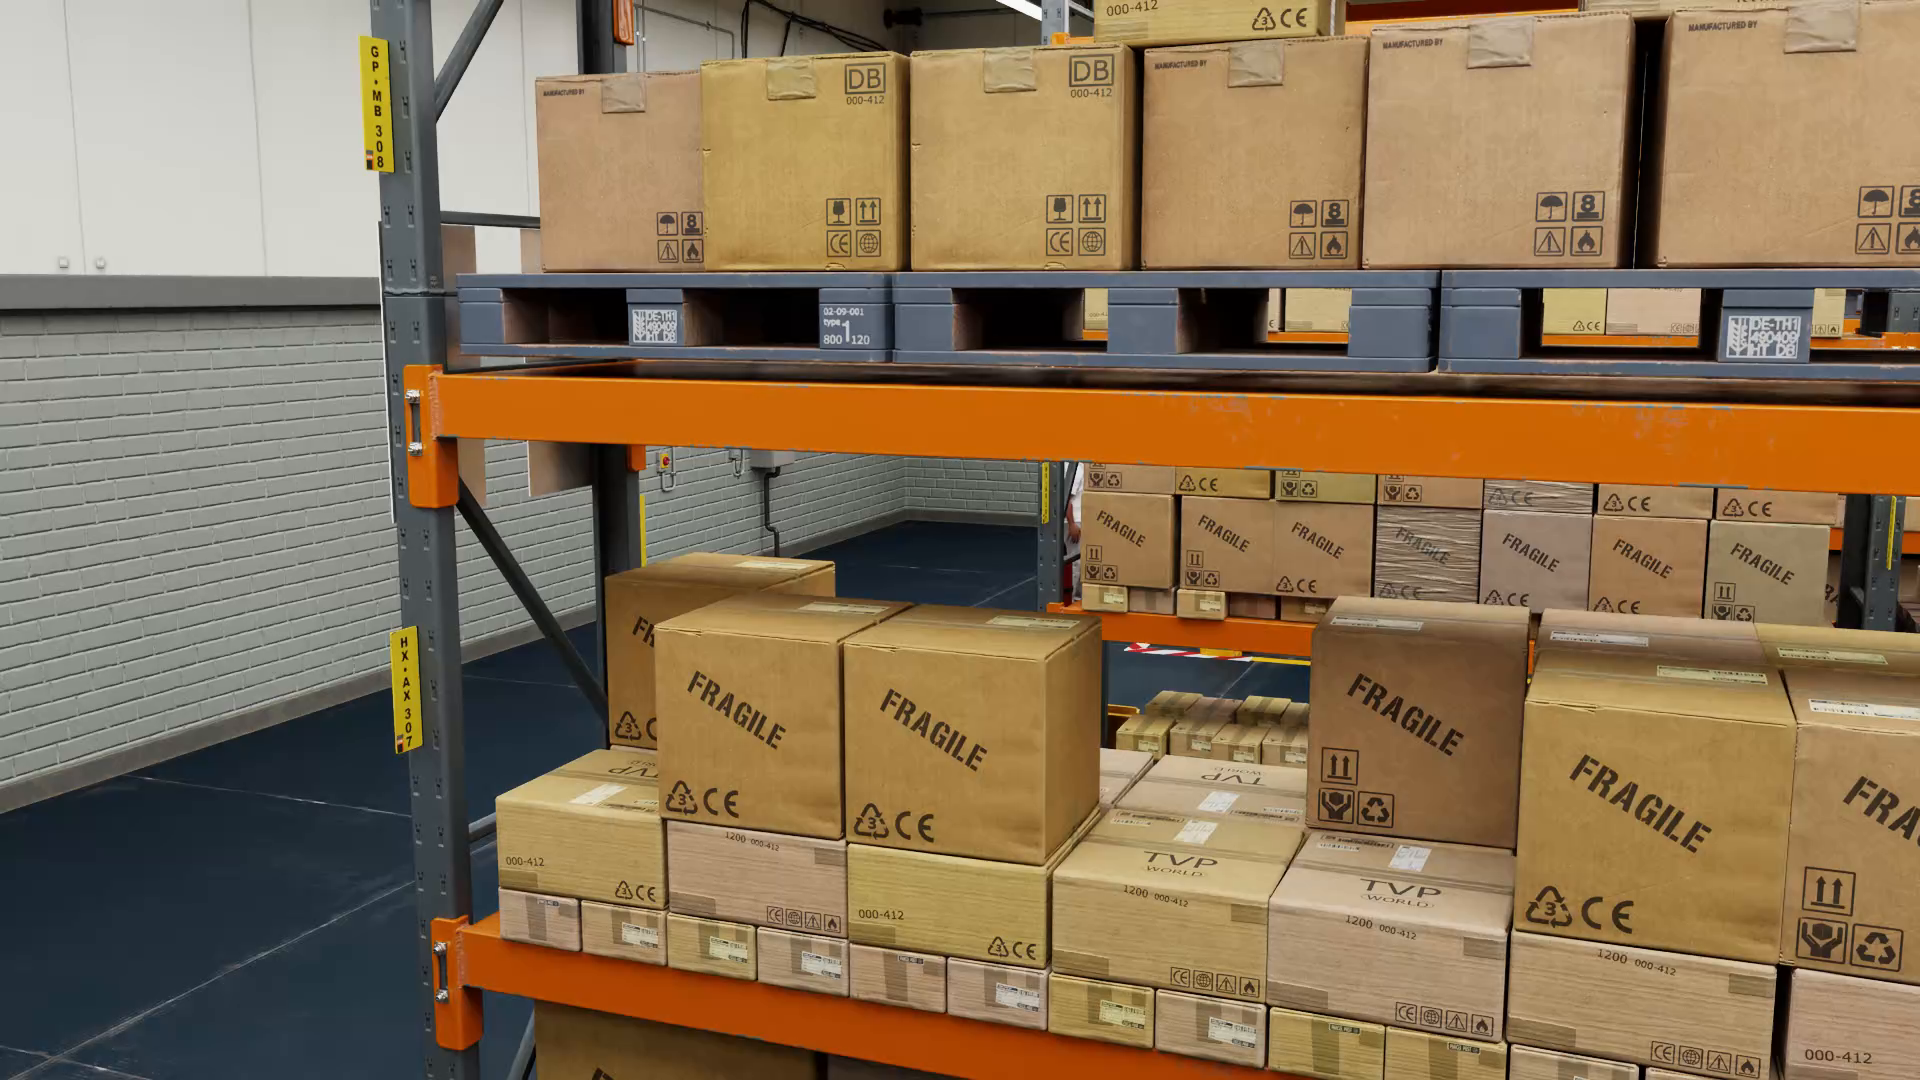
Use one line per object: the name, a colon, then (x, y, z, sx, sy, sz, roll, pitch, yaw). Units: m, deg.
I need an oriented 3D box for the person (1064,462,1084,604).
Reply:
person: (1.100, -0.169, 15.408, 0.462, 1.759, 0.632, 3, 9, 18)
